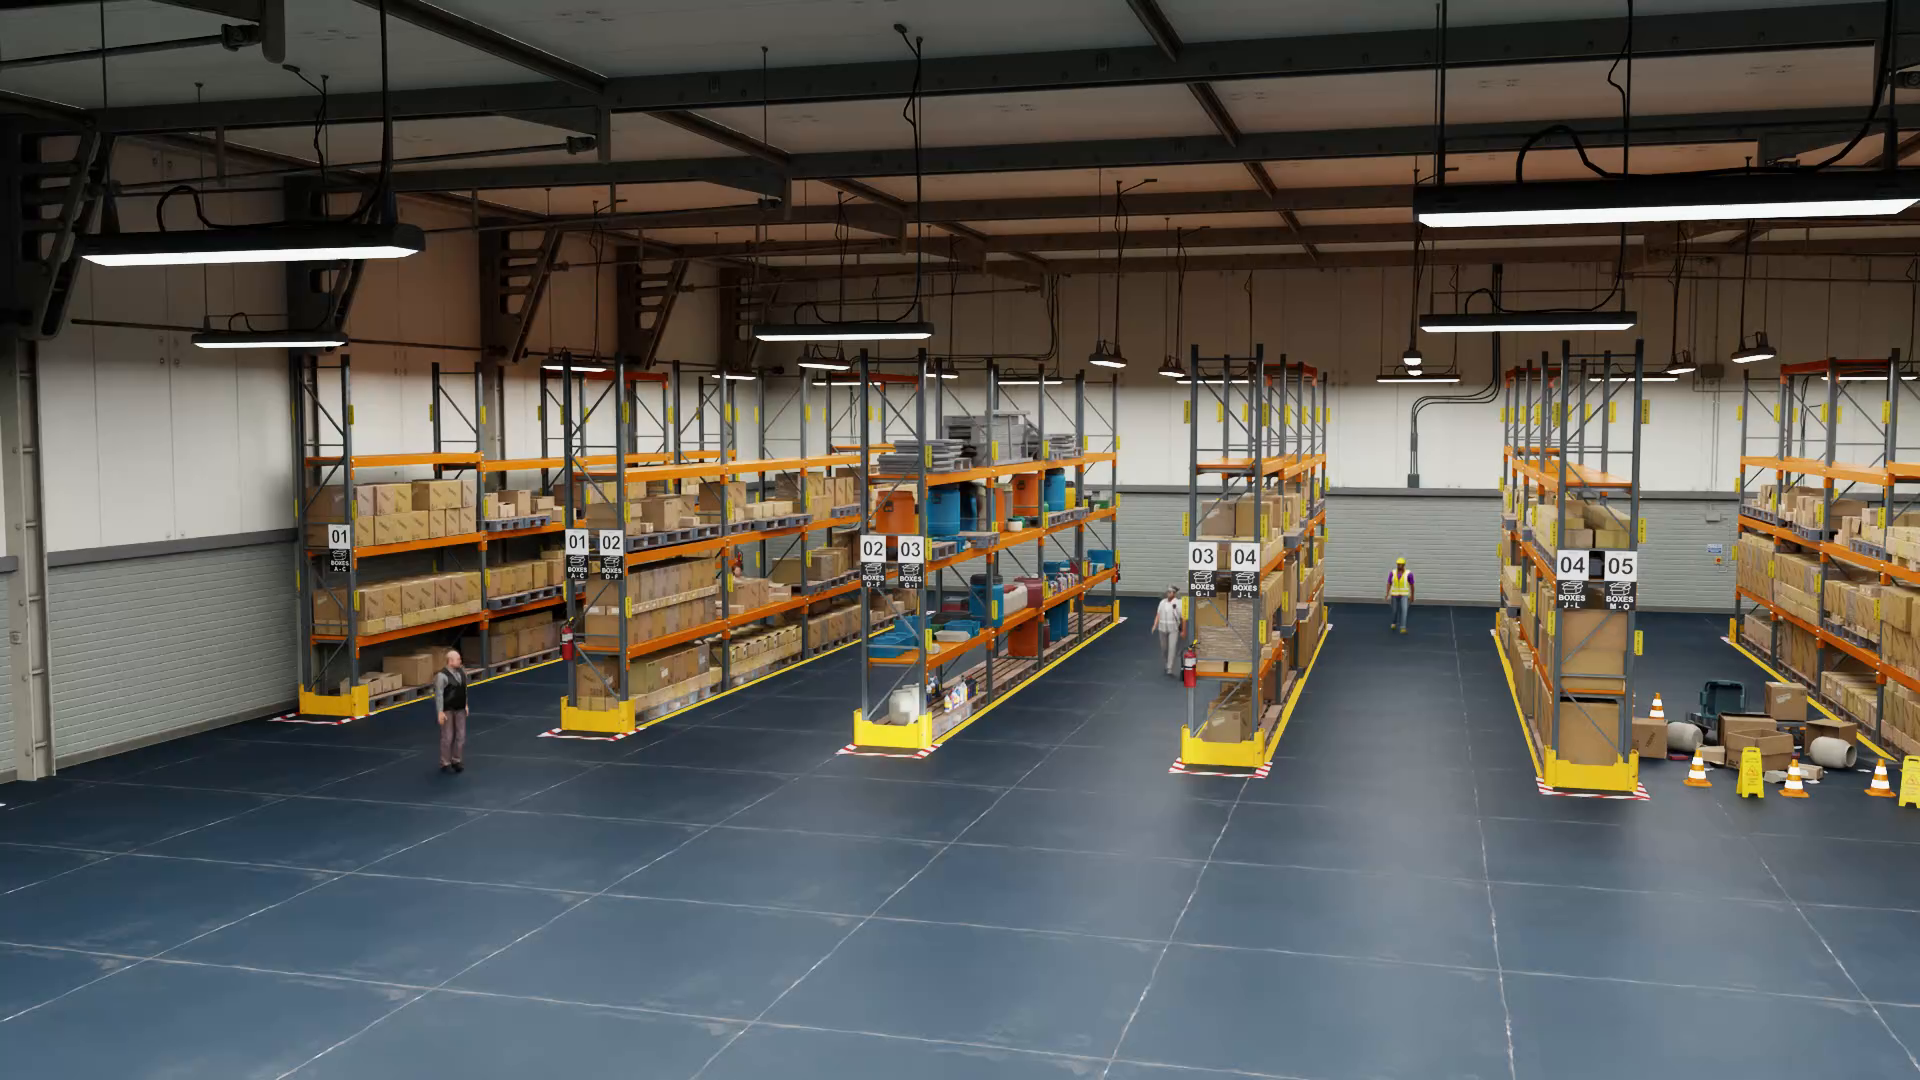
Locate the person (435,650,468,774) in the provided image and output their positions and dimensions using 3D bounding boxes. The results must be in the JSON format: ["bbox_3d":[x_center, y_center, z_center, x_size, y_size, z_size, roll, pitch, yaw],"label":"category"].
[{"bbox_3d":[-7.138,2.402,23.315,0.389,1.732,0.574,2,5,29],"label":"person"}]

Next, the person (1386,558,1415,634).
[{"bbox_3d":[10.119,1.277,38.246,0.653,1.732,0.989,1,4,9],"label":"person"}]

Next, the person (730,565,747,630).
[{"bbox_3d":[-5.028,1.390,37.440,0.614,1.649,0.982,1,4,15],"label":"person"}]

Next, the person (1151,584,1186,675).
[{"bbox_3d":[4.040,1.723,32.142,0.625,1.734,1.021,2,5,19],"label":"person"}]
